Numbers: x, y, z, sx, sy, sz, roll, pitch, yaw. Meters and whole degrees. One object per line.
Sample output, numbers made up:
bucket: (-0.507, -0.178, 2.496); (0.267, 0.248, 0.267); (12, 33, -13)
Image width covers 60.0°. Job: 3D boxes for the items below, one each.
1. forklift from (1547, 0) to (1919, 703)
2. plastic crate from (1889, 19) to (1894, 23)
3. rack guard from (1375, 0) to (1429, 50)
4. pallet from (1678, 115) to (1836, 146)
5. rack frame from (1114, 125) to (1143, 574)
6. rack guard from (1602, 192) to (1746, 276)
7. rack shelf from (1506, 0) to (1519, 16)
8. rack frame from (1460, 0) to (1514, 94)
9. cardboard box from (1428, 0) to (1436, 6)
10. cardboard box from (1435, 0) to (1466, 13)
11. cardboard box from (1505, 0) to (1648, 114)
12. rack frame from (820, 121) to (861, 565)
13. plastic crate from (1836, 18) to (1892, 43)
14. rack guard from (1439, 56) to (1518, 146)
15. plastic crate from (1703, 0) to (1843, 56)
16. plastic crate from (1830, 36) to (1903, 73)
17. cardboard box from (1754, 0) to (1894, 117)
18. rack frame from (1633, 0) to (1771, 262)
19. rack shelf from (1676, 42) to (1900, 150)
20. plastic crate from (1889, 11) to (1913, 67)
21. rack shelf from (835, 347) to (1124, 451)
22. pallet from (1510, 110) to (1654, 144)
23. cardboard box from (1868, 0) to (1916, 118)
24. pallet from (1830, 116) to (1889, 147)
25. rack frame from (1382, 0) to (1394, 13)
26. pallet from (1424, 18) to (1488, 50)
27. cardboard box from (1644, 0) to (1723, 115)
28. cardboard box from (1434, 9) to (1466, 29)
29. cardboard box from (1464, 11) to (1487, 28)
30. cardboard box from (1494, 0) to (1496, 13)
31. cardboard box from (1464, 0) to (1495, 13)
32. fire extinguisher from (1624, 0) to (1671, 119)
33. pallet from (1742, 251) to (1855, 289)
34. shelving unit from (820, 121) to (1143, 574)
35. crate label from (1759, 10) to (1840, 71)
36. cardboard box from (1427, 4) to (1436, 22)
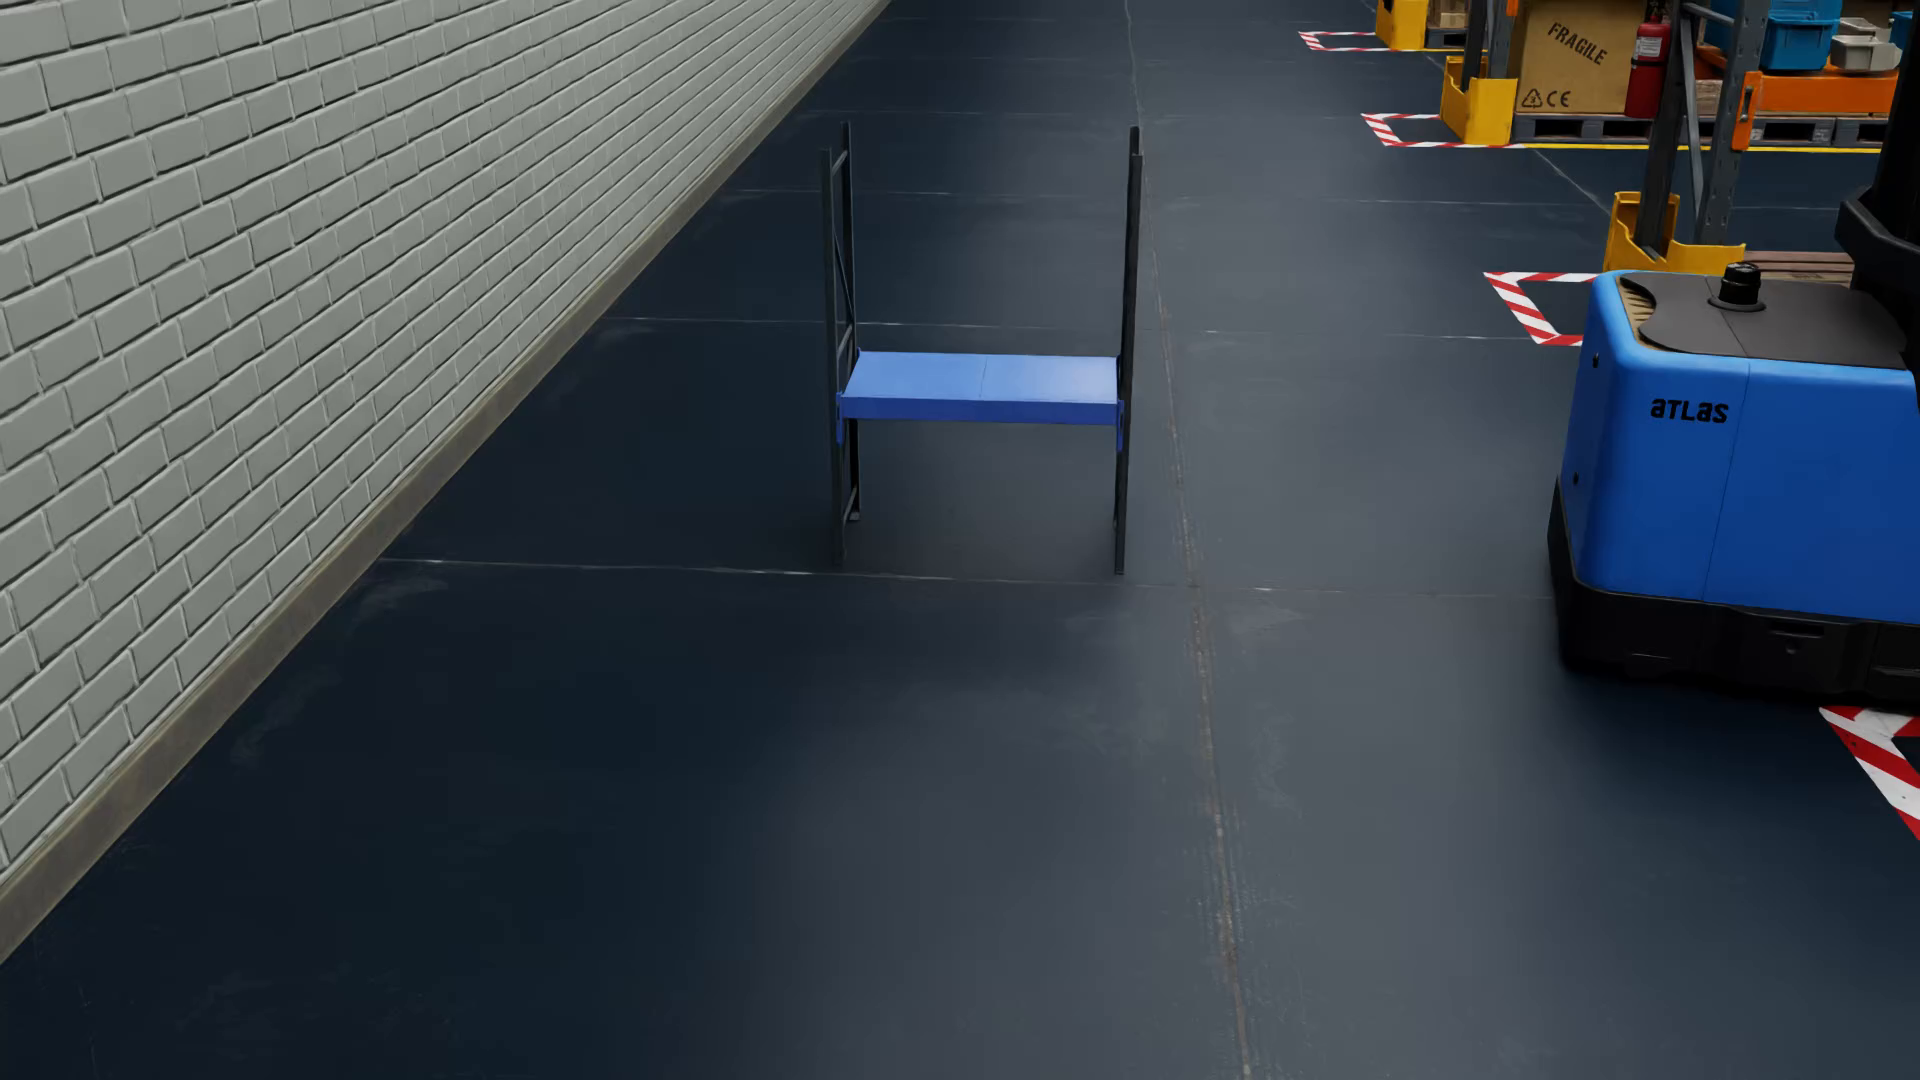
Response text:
forklift: (3.511, -0.945, 4.798); (3.031, 2.935, 1.130); (6, 25, 13)
plastic crate: (4.904, -2.548, 8.442); (0.243, 0.136, 0.396); (2, 25, 4)
rack guard: (4.724, -5.596, 17.814); (0.348, 0.500, 1.175); (2, 25, 4)
pallet: (6.184, -3.370, 13.322); (1.213, 0.211, 1.003); (2, 25, 4)
rack frame: (0.592, -0.662, 5.895); (0.032, 1.500, 0.500); (2, 25, 4)
rack guard: (3.764, -1.466, 8.837); (0.348, 0.500, 1.175); (2, 25, 4)
rack shelf: (6.162, -4.279, 12.823); (4.000, 0.370, 1.077); (2, 25, 4)
rack frame: (4.168, -4.670, 12.811); (0.127, 3.000, 1.000); (2, 25, 4)
cardboard box: (5.196, -5.867, 17.965); (0.250, 0.149, 0.380); (1, 25, 3)
cardboard box: (5.151, -5.641, 17.474); (0.250, 0.149, 0.380); (3, 25, 6)
cardboard box: (4.812, -3.909, 13.196); (0.875, 0.875, 0.875); (2, 25, 4)
rack frame: (-0.422, -0.695, 5.966); (0.032, 1.500, 0.500); (2, 25, 4)
plastic crate: (4.616, -2.563, 8.475); (0.243, 0.136, 0.396); (2, 25, 4)
rack guard: (4.144, -3.536, 13.335); (0.348, 0.500, 1.175); (2, 25, 4)
plastic crate: (4.137, -2.716, 8.451); (0.499, 0.435, 0.616); (2, 25, 4)
plastic crate: (4.323, -2.324, 7.955); (0.298, 0.136, 0.250); (2, 25, 4)
cardboard box: (6.607, -3.851, 13.070); (0.875, 0.875, 0.875); (2, 25, 4)
rack frame: (3.789, -2.606, 8.325); (0.127, 3.000, 1.000); (2, 25, 4)
rack shelf: (5.783, -2.215, 8.336); (4.000, 0.370, 1.077); (2, 25, 4)
plastic crate: (4.666, -2.391, 7.986); (0.300, 0.233, 0.416); (2, 25, 4)
rack shelf: (0.085, -0.515, 6.006); (1.000, 0.185, 0.538); (2, 25, 4)
pallet: (4.971, -3.410, 13.409); (1.213, 0.211, 1.003); (2, 25, 4)
cardboard box: (7.504, -3.822, 13.008); (0.875, 0.875, 0.875); (2, 25, 4)
pallet: (7.404, -3.332, 13.240); (1.213, 0.211, 1.003); (2, 25, 4)
rack frame: (4.648, -6.734, 17.297); (0.127, 3.000, 1.000); (2, 25, 4)
pallet: (5.531, -5.424, 17.786); (1.213, 0.211, 1.003); (2, 25, 4)
cardboard box: (5.719, -3.880, 13.132); (0.875, 0.875, 0.875); (2, 25, 4)
cardboard box: (5.146, -5.480, 17.479); (0.250, 0.149, 0.380); (2, 25, 5)
cardboard box: (5.414, -5.506, 17.535); (0.250, 0.149, 0.380); (2, 25, 4)
cardboard box: (5.671, -5.638, 17.467); (0.250, 0.149, 0.380); (2, 25, 5)
cardboard box: (5.420, -5.609, 17.404); (0.250, 0.149, 0.380); (2, 25, 4)
fire extinguisher: (3.673, -2.596, 8.841); (0.183, 0.674, 0.296); (2, 25, 4)
pallet: (4.608, -1.297, 8.815); (1.213, 0.211, 1.003); (2, 25, 4)
shelving unit: (0.085, -0.679, 5.931); (1.048, 1.500, 0.538); (2, 25, 4)
crate label: (4.010, -2.412, 8.032); (0.303, 0.233, 0.416); (2, 25, 4)
cardboard box: (5.189, -5.700, 17.957); (0.250, 0.149, 0.380); (2, 25, 5)
